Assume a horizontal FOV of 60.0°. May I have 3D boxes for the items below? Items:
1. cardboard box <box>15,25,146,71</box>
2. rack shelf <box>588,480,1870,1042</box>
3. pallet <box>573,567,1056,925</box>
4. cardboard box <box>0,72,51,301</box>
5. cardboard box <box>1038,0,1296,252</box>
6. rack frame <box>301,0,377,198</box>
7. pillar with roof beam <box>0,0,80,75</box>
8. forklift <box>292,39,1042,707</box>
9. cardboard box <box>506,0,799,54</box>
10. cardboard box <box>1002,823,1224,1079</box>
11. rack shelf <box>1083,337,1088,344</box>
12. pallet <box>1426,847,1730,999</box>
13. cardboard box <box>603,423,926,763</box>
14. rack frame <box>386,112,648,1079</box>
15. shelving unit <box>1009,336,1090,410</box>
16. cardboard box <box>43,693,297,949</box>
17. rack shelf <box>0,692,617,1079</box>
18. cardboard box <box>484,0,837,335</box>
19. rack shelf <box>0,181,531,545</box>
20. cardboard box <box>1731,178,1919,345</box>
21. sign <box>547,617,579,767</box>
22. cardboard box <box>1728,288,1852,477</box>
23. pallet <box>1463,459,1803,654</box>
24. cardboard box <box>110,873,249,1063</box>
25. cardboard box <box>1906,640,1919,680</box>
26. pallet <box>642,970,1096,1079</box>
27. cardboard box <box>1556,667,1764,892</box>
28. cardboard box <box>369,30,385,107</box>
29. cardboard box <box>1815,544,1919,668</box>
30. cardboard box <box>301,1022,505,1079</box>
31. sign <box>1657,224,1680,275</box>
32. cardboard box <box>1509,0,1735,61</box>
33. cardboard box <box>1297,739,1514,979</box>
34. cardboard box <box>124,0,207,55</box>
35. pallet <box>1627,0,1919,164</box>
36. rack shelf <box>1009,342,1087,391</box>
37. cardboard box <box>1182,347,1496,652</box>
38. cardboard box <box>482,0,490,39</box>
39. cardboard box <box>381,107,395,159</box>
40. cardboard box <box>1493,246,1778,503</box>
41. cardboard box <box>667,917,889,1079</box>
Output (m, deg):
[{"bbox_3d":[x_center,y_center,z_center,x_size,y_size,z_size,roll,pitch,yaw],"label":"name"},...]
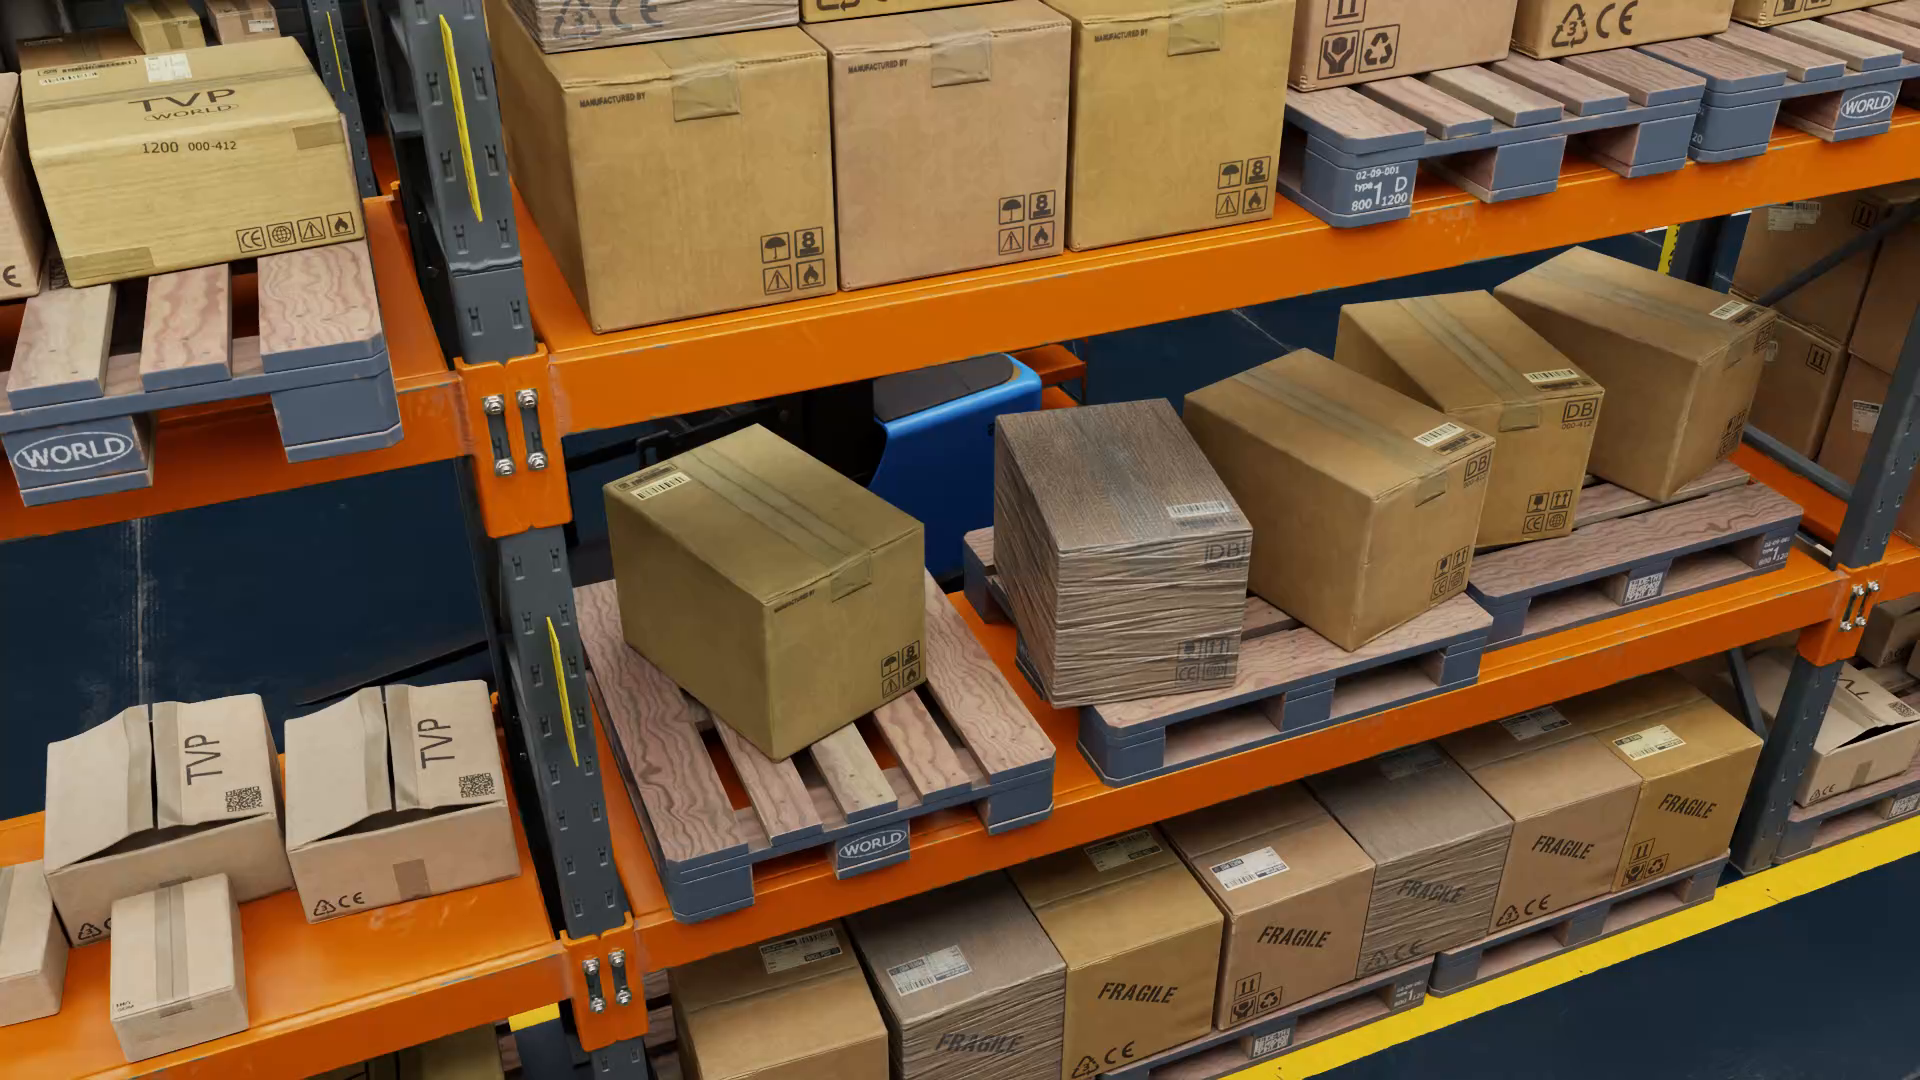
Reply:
[{"bbox_3d":[-3.897,-1.956,7.511,0.500,0.500,0.700,-16,36,-23],"label":"cardboard box"},{"bbox_3d":[0.802,0.403,5.039,4.000,0.370,1.077,-13,35,-19],"label":"rack shelf"},{"bbox_3d":[-0.444,0.426,4.521,1.003,0.211,1.213,-13,35,-19],"label":"pallet"},{"bbox_3d":[-1.915,-0.602,2.928,0.500,0.250,0.500,-12,35,-18],"label":"cardboard box"},{"bbox_3d":[0.297,-1.102,3.851,0.500,0.500,0.910,-13,35,-19],"label":"cardboard box"},{"bbox_3d":[-2.963,-1.966,8.021,0.127,3.000,1.000,-13,35,-19],"label":"rack frame"},{"bbox_3d":[-2.830,-2.476,3.305,0.400,9.000,9.100,-13,35,-19],"label":"pillar with roof beam"},{"bbox_3d":[-1.145,-0.759,6.229,3.031,2.935,1.130,-21,39,-29],"label":"forklift"},{"bbox_3d":[-0.637,-1.283,3.213,0.500,0.500,0.500,-13,35,-19],"label":"cardboard box"},{"bbox_3d":[0.433,1.218,5.016,0.500,0.500,0.500,-13,35,-20],"label":"cardboard box"},{"bbox_3d":[0.301,-0.938,7.371,0.480,0.148,0.258,-16,36,-23],"label":"rack shelf"},{"bbox_3d":[1.911,1.039,5.959,1.213,0.211,1.003,-13,35,-19],"label":"pallet"},{"bbox_3d":[-0.505,0.117,4.344,0.500,0.500,0.700,-26,41,-34],"label":"cardboard box"},{"bbox_3d":[-1.042,0.524,4.194,0.127,3.000,1.000,-13,35,-19],"label":"rack frame"},{"bbox_3d":[0.301,-0.609,7.585,0.503,1.200,0.258,-16,36,-23],"label":"shelving unit"},{"bbox_3d":[-1.942,0.653,4.078,0.500,0.311,0.500,-13,35,-19],"label":"cardboard box"},{"bbox_3d":[-2.886,1.248,3.741,4.000,0.370,1.077,-13,35,-19],"label":"rack shelf"},{"bbox_3d":[-0.653,-0.884,3.516,0.500,0.500,0.910,-13,35,-19],"label":"cardboard box"},{"bbox_3d":[-2.886,-0.009,2.923,4.000,0.370,1.077,-13,35,-19],"label":"rack shelf"},{"bbox_3d":[3.012,-1.018,5.556,0.500,0.500,0.500,-13,35,-19],"label":"cardboard box"},{"bbox_3d":[-0.824,0.317,3.450,0.005,0.325,0.100,-13,35,-19],"label":"sign"},{"bbox_3d":[3.008,-0.597,5.825,0.500,0.500,0.500,-12,35,-18],"label":"cardboard box"},{"bbox_3d":[1.867,-0.126,5.369,1.213,0.211,1.003,-13,35,-19],"label":"pallet"},{"bbox_3d":[-1.764,0.958,3.757,0.250,0.149,0.380,-13,35,-19],"label":"cardboard box"},{"bbox_3d":[3.911,0.515,6.402,0.250,0.166,0.380,-13,35,-19],"label":"cardboard box"},{"bbox_3d":[-0.339,1.554,5.168,1.213,0.211,1.003,-13,35,-19],"label":"pallet"},{"bbox_3d":[2.302,0.791,5.672,0.500,0.500,0.500,-13,35,-19],"label":"cardboard box"},{"bbox_3d":[-2.630,-2.373,8.264,0.500,0.500,0.500,-13,35,-19],"label":"cardboard box"},{"bbox_3d":[3.753,0.201,6.753,0.500,0.311,0.500,-13,35,-19],"label":"cardboard box"},{"bbox_3d":[-1.430,1.500,4.316,0.500,0.311,0.500,-12,35,-18],"label":"cardboard box"},{"bbox_3d":[2.429,-0.954,5.673,0.005,0.325,0.100,-13,35,-19],"label":"sign"},{"bbox_3d":[1.546,-1.616,4.164,0.600,0.600,0.600,-13,35,-19],"label":"cardboard box"},{"bbox_3d":[1.381,0.997,5.356,0.500,0.500,0.500,-12,35,-18],"label":"cardboard box"},{"bbox_3d":[-3.560,-2.301,7.446,0.250,0.149,0.380,-19,38,-27],"label":"cardboard box"},{"bbox_3d":[2.018,-1.396,4.568,1.003,0.211,1.213,-13,35,-19],"label":"pallet"},{"bbox_3d":[0.301,-0.740,7.500,0.480,0.148,0.258,-16,36,-23],"label":"rack shelf"},{"bbox_3d":[1.041,-0.134,4.729,0.500,0.500,0.700,-23,39,-31],"label":"cardboard box"},{"bbox_3d":[-2.418,-2.428,7.660,0.500,0.250,0.500,-12,35,-18],"label":"cardboard box"},{"bbox_3d":[-2.762,-2.067,8.388,0.250,0.149,0.380,-12,35,-18],"label":"cardboard box"},{"bbox_3d":[2.123,-0.551,5.369,0.500,0.500,0.700,-26,41,-34],"label":"cardboard box"},{"bbox_3d":[-0.512,1.435,4.683,0.500,0.500,0.500,-11,35,-17],"label":"cardboard box"}]
